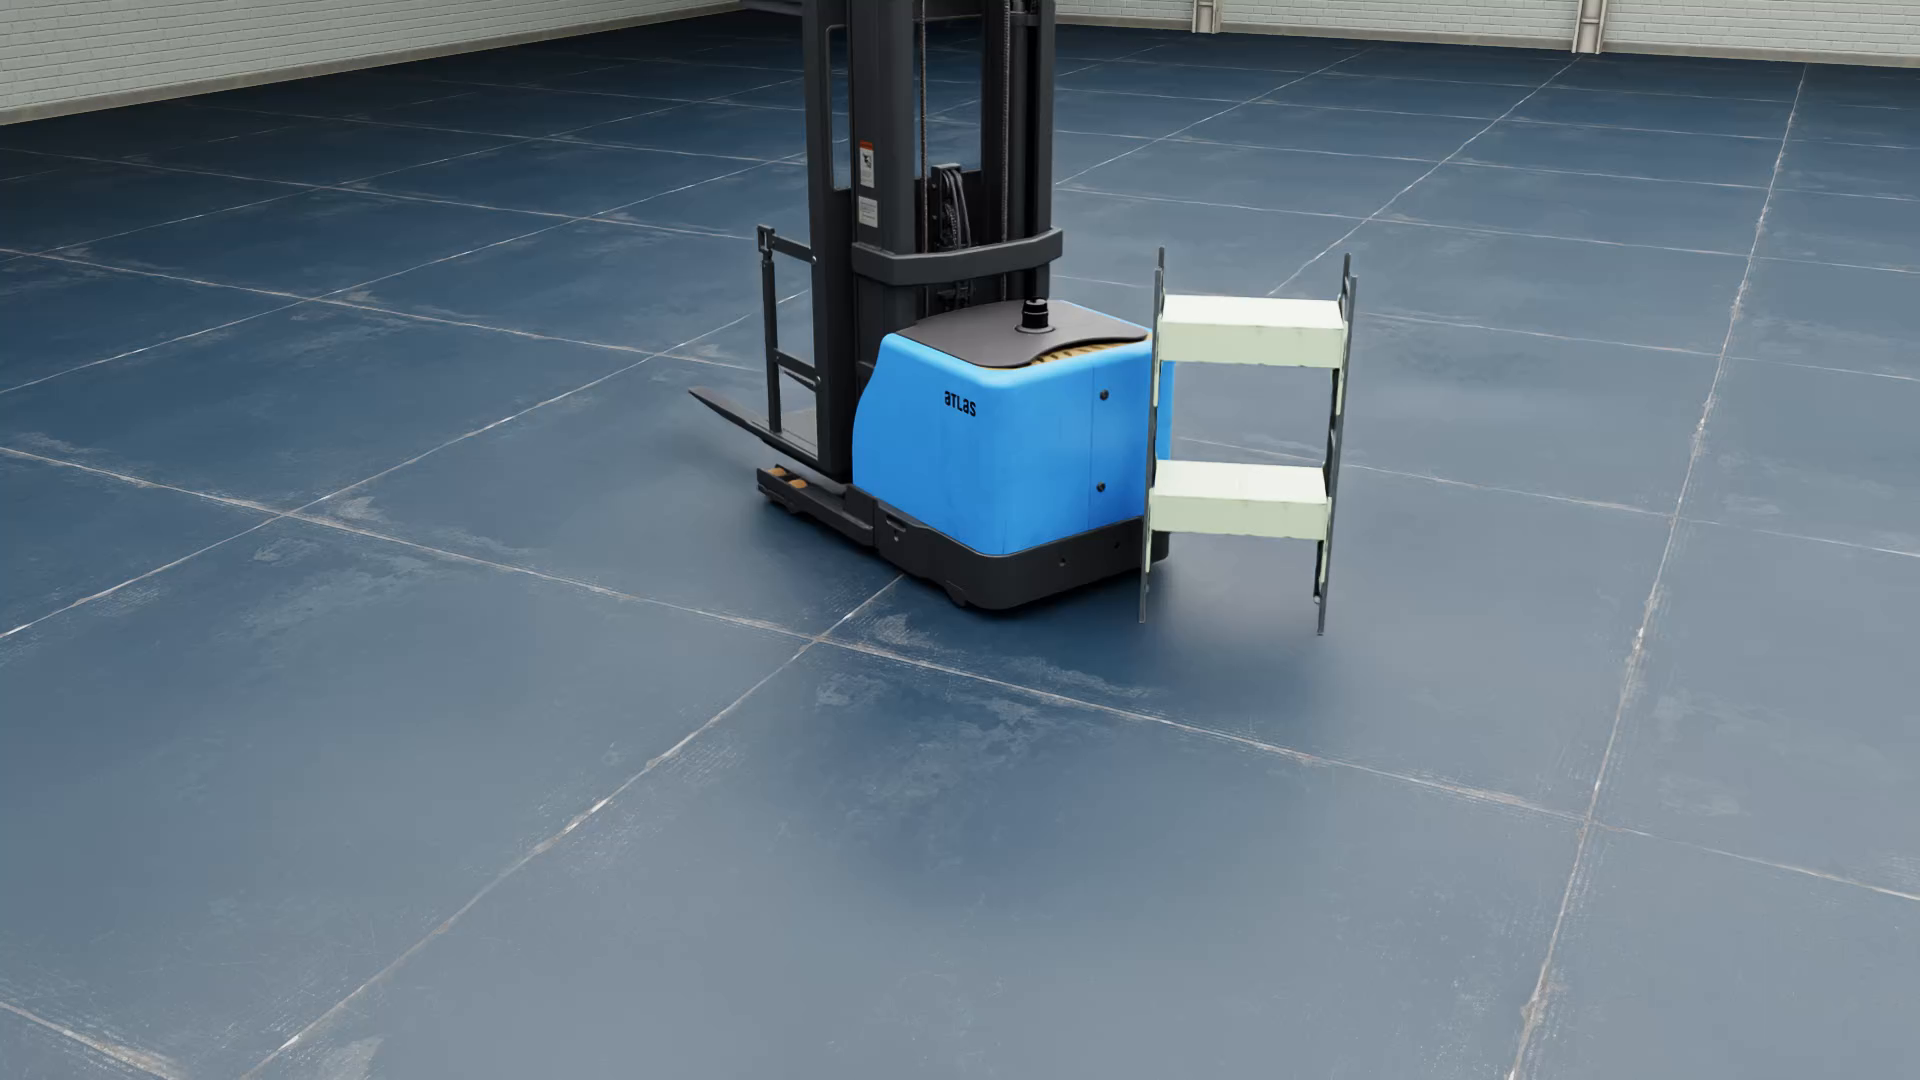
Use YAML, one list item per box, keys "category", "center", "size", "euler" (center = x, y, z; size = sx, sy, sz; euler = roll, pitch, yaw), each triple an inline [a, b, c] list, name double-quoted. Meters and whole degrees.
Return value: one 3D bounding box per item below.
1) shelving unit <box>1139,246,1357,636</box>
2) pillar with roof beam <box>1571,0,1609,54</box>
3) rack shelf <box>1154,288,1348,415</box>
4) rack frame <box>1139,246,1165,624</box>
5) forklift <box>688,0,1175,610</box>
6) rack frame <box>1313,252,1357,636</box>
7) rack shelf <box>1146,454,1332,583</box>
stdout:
- category: "shelving unit"
  center: [1.148, -0.396, 6.765]
  size: [0.755, 1.500, 0.431]
  euler: [3, 23, 8]
- category: "pillar with roof beam"
  center: [7.483, -9.978, 19.714]
  size: [0.400, 9.000, 9.100]
  euler: [11, 25, 25]
- category: "rack shelf"
  center: [1.148, -0.755, 6.612]
  size: [0.720, 0.370, 0.431]
  euler: [3, 23, 8]
- category: "rack frame"
  center: [0.785, -0.417, 6.814]
  size: [0.023, 1.500, 0.400]
  euler: [3, 23, 8]
- category: "forklift"
  center: [-0.339, -1.576, 7.711]
  size: [1.130, 2.935, 3.031]
  euler: [-16, 28, -33]
- category: "rack frame"
  center: [1.510, -0.375, 6.716]
  size: [0.023, 1.500, 0.400]
  euler: [3, 23, 8]
- category: "rack shelf"
  center: [1.148, -0.096, 6.892]
  size: [0.720, 0.370, 0.431]
  euler: [3, 23, 8]
